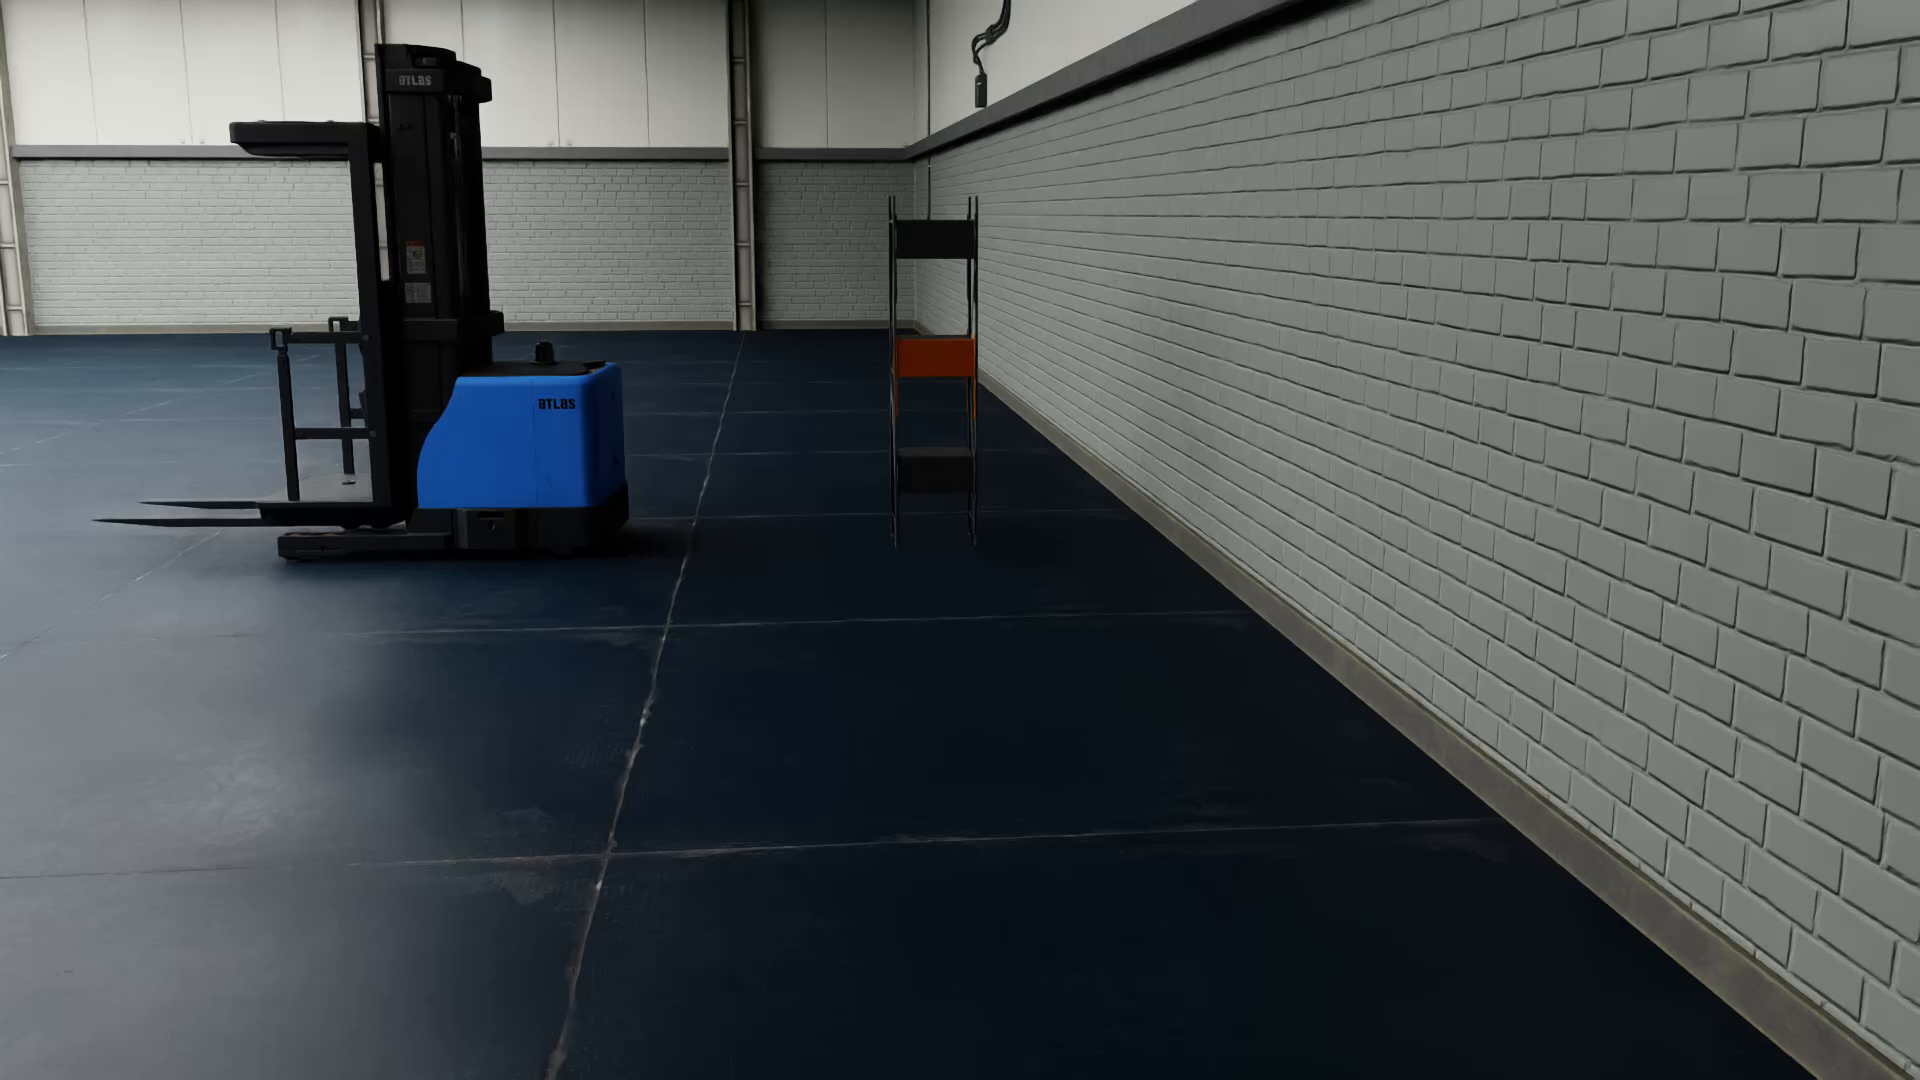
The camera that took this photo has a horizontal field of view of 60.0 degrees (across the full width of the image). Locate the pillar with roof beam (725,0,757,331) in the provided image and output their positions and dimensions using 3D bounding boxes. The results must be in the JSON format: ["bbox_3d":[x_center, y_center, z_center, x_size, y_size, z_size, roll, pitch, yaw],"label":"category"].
[{"bbox_3d":[-3.284,-7.254,23.939,0.400,9.000,9.100,-1,11,-6],"label":"pillar with roof beam"}]

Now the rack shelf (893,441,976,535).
[{"bbox_3d":[-0.165,-0.327,10.286,0.480,0.518,0.431,-1,11,-6],"label":"rack shelf"}]

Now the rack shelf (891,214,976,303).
[{"bbox_3d":[-0.165,-1.700,10.016,0.480,0.518,0.431,-1,11,-6],"label":"rack shelf"}]

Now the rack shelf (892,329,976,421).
[{"bbox_3d":[-0.165,-1.013,10.151,0.480,0.518,0.431,-1,11,-6],"label":"rack shelf"}]

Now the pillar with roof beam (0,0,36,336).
[{"bbox_3d":[-15.214,-7.004,22.667,0.400,9.000,9.100,-1,11,-6],"label":"pillar with roof beam"}]

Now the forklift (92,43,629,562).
[{"bbox_3d":[-3.628,-1.414,9.961,3.031,2.935,1.130,0,11,-2],"label":"forklift"}]

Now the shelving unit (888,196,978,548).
[{"bbox_3d":[-0.165,-1.027,10.148,0.503,2.100,0.431,-1,11,-6],"label":"shelving unit"}]

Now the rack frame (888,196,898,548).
[{"bbox_3d":[-0.407,-1.022,10.122,0.015,2.100,0.400,-1,11,-6],"label":"rack frame"}]

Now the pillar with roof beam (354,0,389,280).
[{"bbox_3d":[-9.249,-7.129,23.303,0.400,9.000,9.100,-1,11,-6],"label":"pillar with roof beam"}]

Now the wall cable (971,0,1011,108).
[{"bbox_3d":[0.332,-7.735,17.570,0.169,6.003,2.305,-1,11,-6],"label":"wall cable"}]

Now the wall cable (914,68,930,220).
[{"bbox_3d":[-0.677,-6.364,27.460,0.112,2.526,3.097,-1,11,-6],"label":"wall cable"}]

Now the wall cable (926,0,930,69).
[{"bbox_3d":[-0.385,-8.323,24.334,0.112,2.526,3.097,-1,11,-6],"label":"wall cable"}]

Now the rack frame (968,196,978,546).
[{"bbox_3d":[0.078,-1.032,10.174,0.015,2.100,0.400,-1,11,-6],"label":"rack frame"}]
